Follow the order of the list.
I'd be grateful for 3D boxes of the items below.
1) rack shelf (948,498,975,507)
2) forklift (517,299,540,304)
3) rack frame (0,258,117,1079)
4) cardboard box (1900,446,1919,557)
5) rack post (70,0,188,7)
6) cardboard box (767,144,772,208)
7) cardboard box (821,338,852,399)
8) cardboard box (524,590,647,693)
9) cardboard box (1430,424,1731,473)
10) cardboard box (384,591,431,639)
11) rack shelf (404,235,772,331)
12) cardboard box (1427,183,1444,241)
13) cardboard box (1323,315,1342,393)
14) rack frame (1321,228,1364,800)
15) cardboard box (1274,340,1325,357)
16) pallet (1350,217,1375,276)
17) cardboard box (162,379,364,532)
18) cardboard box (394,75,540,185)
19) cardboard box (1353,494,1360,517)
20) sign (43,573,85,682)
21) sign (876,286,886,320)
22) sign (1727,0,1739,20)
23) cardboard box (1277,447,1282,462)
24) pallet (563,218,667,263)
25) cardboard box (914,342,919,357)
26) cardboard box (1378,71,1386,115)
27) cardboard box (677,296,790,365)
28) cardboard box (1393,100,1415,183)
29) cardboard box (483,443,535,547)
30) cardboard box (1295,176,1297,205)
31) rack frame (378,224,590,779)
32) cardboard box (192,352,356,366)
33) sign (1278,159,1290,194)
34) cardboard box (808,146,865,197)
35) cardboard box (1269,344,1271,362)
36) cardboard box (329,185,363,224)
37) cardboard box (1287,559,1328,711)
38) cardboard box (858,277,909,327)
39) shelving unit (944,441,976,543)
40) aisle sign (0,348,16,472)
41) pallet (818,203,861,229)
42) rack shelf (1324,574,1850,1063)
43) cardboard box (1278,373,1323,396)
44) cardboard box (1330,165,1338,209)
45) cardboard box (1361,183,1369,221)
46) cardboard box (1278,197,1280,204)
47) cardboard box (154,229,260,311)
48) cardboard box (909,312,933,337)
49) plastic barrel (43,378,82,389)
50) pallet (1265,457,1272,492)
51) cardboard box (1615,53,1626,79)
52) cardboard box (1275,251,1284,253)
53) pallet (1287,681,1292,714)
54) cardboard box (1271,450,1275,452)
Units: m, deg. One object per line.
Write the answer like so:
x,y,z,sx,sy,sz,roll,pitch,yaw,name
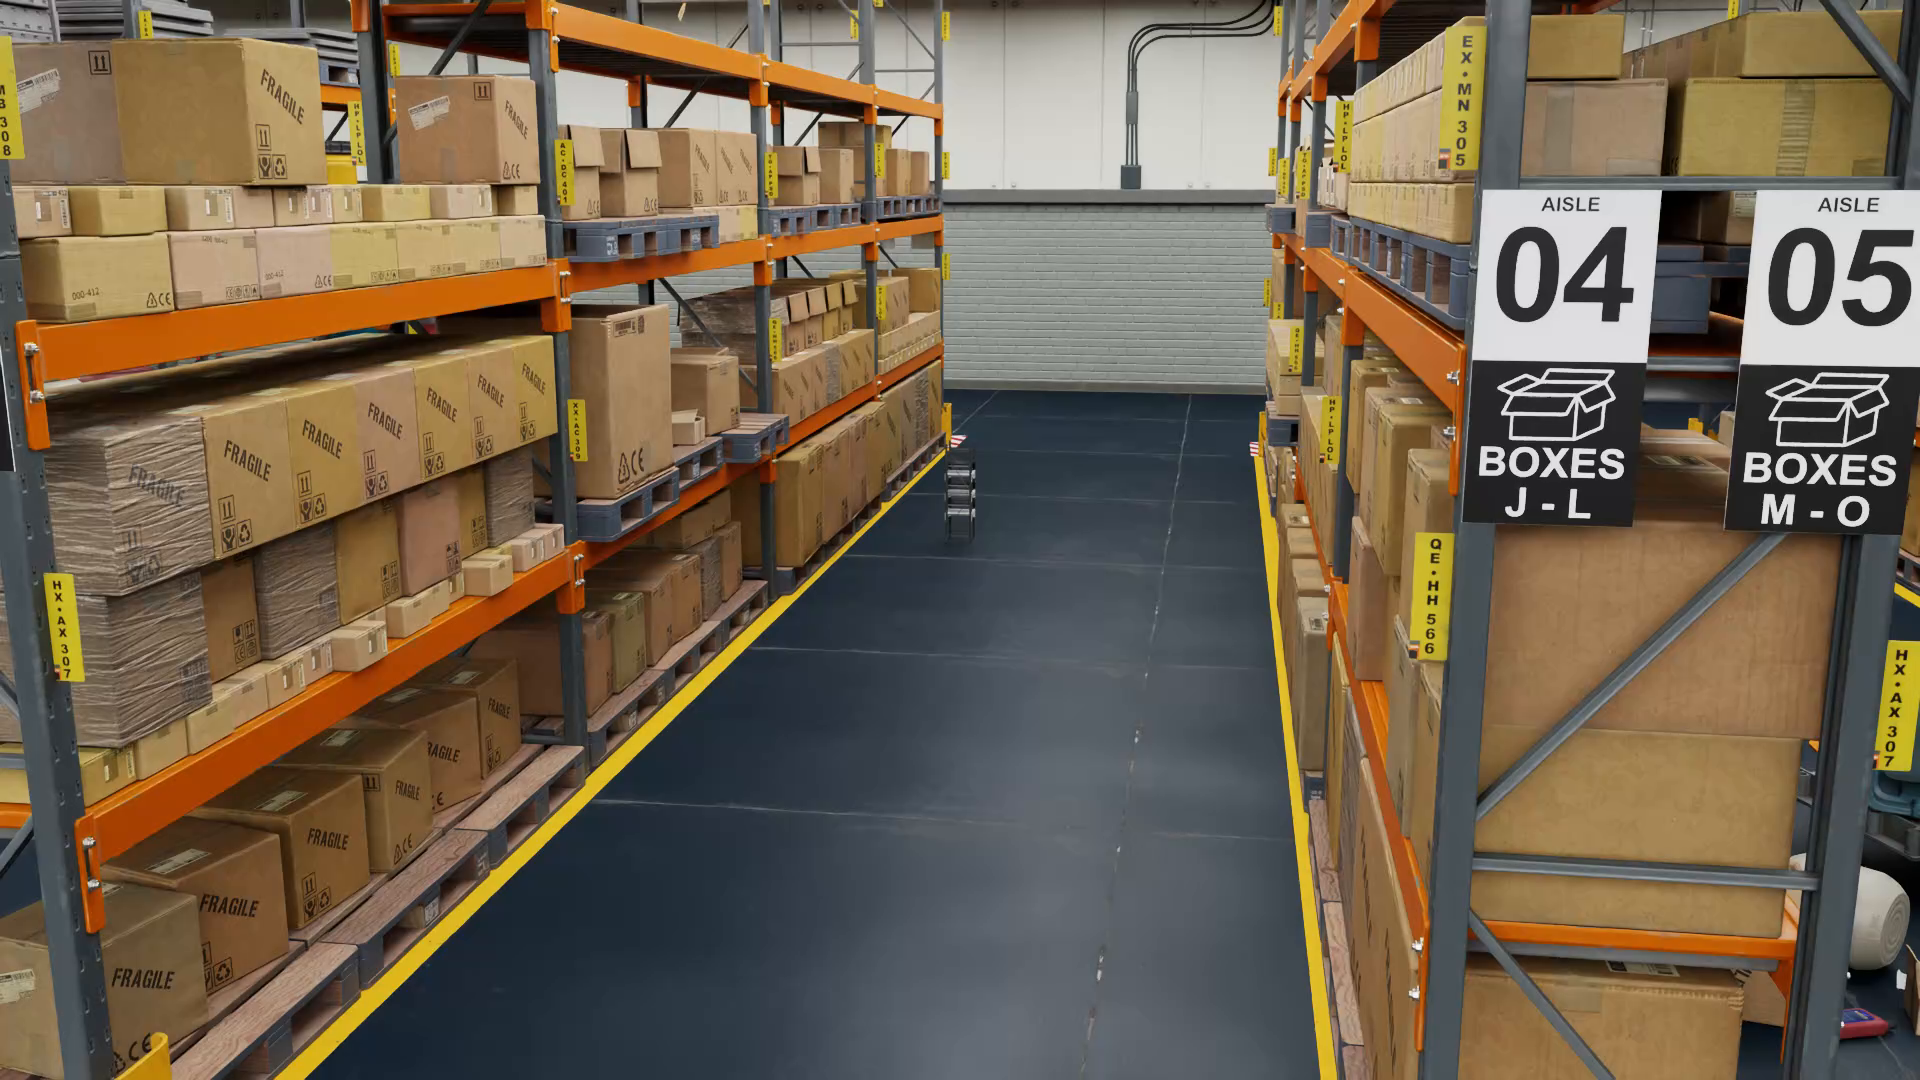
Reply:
0.001,-0.321,15.189,0.258,0.077,0.200,2,12,9,rack shelf
-4.229,-1.388,14.732,3.031,2.935,1.130,-3,13,-15,forklift
-3.169,0.663,5.054,1.000,3.000,0.127,2,12,9,rack frame
8.321,-0.361,13.851,0.875,0.875,0.875,2,12,10,cardboard box
-6.809,-4.513,13.607,0.624,0.289,0.986,2,12,9,rack post
-1.916,-2.854,13.011,0.797,0.503,0.637,3,12,12,cardboard box
-1.282,-1.566,15.159,0.500,0.500,0.500,2,12,8,cardboard box
-2.346,0.611,10.183,0.700,0.500,0.500,2,12,8,cardboard box
2.026,-0.062,5.500,0.875,0.550,0.550,2,12,9,cardboard box
-2.541,0.319,7.246,0.380,0.149,0.250,2,12,9,cardboard box
-2.246,-1.701,10.610,1.077,0.370,4.000,2,12,9,rack shelf
1.472,-0.886,4.482,0.380,0.149,0.250,2,12,9,cardboard box
2.868,-1.265,11.390,0.700,0.500,0.500,2,12,8,cardboard box
2.332,0.012,8.075,1.000,3.000,0.127,2,12,9,rack frame
2.731,-1.523,13.386,0.380,0.149,0.250,2,12,9,cardboard box
2.196,-1.241,6.979,1.003,0.211,1.213,2,12,9,pallet
-2.656,-0.334,6.363,0.500,0.500,0.500,2,12,9,cardboard box
-2.371,-1.973,8.034,0.500,0.500,0.500,2,12,7,cardboard box
2.287,0.016,7.701,0.875,0.550,0.550,2,12,9,cardboard box
-2.633,0.257,4.882,0.100,0.325,0.005,2,12,9,sign
-0.786,-2.347,16.460,0.100,0.325,0.005,2,12,9,sign
8.537,-5.833,18.362,0.100,0.325,0.005,2,12,9,sign
3.187,-0.858,15.268,0.500,0.250,0.500,1,12,6,cardboard box
-2.353,-1.669,9.202,1.213,0.211,1.003,2,12,9,pallet
-0.673,-2.142,18.666,0.380,0.149,0.250,2,12,10,cardboard box
1.745,-1.646,6.116,0.380,0.149,0.250,2,12,9,cardboard box
-1.810,-1.693,13.369,0.797,0.503,0.637,2,12,11,cardboard box
1.672,-1.268,5.307,0.500,0.250,0.500,2,12,8,cardboard box
-2.684,-0.272,8.451,0.875,0.500,0.500,2,12,9,cardboard box
3.219,-3.105,14.633,0.500,0.311,0.500,2,12,8,cardboard box
-2.554,-0.170,8.918,1.000,3.000,0.127,2,12,9,rack frame
-3.027,-0.559,7.408,0.500,0.500,0.500,2,12,9,cardboard box
3.025,-3.388,15.506,0.100,0.325,0.005,2,12,9,sign
-1.262,-3.769,17.029,0.700,0.500,0.500,1,12,5,cardboard box
2.930,-1.652,14.690,0.380,0.149,0.250,1,12,6,cardboard box
-2.644,-1.353,6.698,0.380,0.149,0.250,1,12,7,cardboard box
2.490,0.574,9.812,1.050,0.750,0.750,2,12,9,cardboard box
-0.838,-2.576,17.953,0.500,0.500,0.500,1,12,7,cardboard box
0.001,-0.442,15.163,0.258,0.900,0.210,2,12,9,shelving unit
-2.882,-0.585,4.676,0.394,0.787,0.004,2,12,9,aisle sign
-1.416,-3.016,15.457,0.805,0.209,1.217,1,12,6,pallet
2.024,0.780,6.219,1.077,0.370,4.000,2,12,9,rack shelf
2.573,-1.166,12.435,0.380,0.149,0.250,2,12,10,cardboard box
2.384,-2.037,9.440,0.500,0.311,0.500,1,12,7,cardboard box
1.823,-1.363,6.697,0.380,0.149,0.250,2,12,8,cardboard box
3.704,-3.577,17.963,0.500,0.250,0.500,1,12,7,cardboard box
-2.766,-0.930,5.680,0.500,0.250,0.500,2,12,7,cardboard box
-0.599,-2.525,19.496,0.500,0.250,0.500,2,12,8,cardboard box
-6.780,-0.997,12.489,0.421,0.512,0.421,0,12,0,plastic barrel
3.816,-0.686,17.932,1.003,0.211,1.213,2,12,9,pallet
2.279,-1.467,5.285,0.380,0.149,0.250,2,12,8,cardboard box
3.775,-2.979,18.637,0.500,0.500,0.500,2,12,10,cardboard box
2.561,0.957,10.307,1.003,0.211,1.213,2,12,9,pallet
3.556,-0.877,17.968,0.380,0.149,0.250,2,12,9,cardboard box
